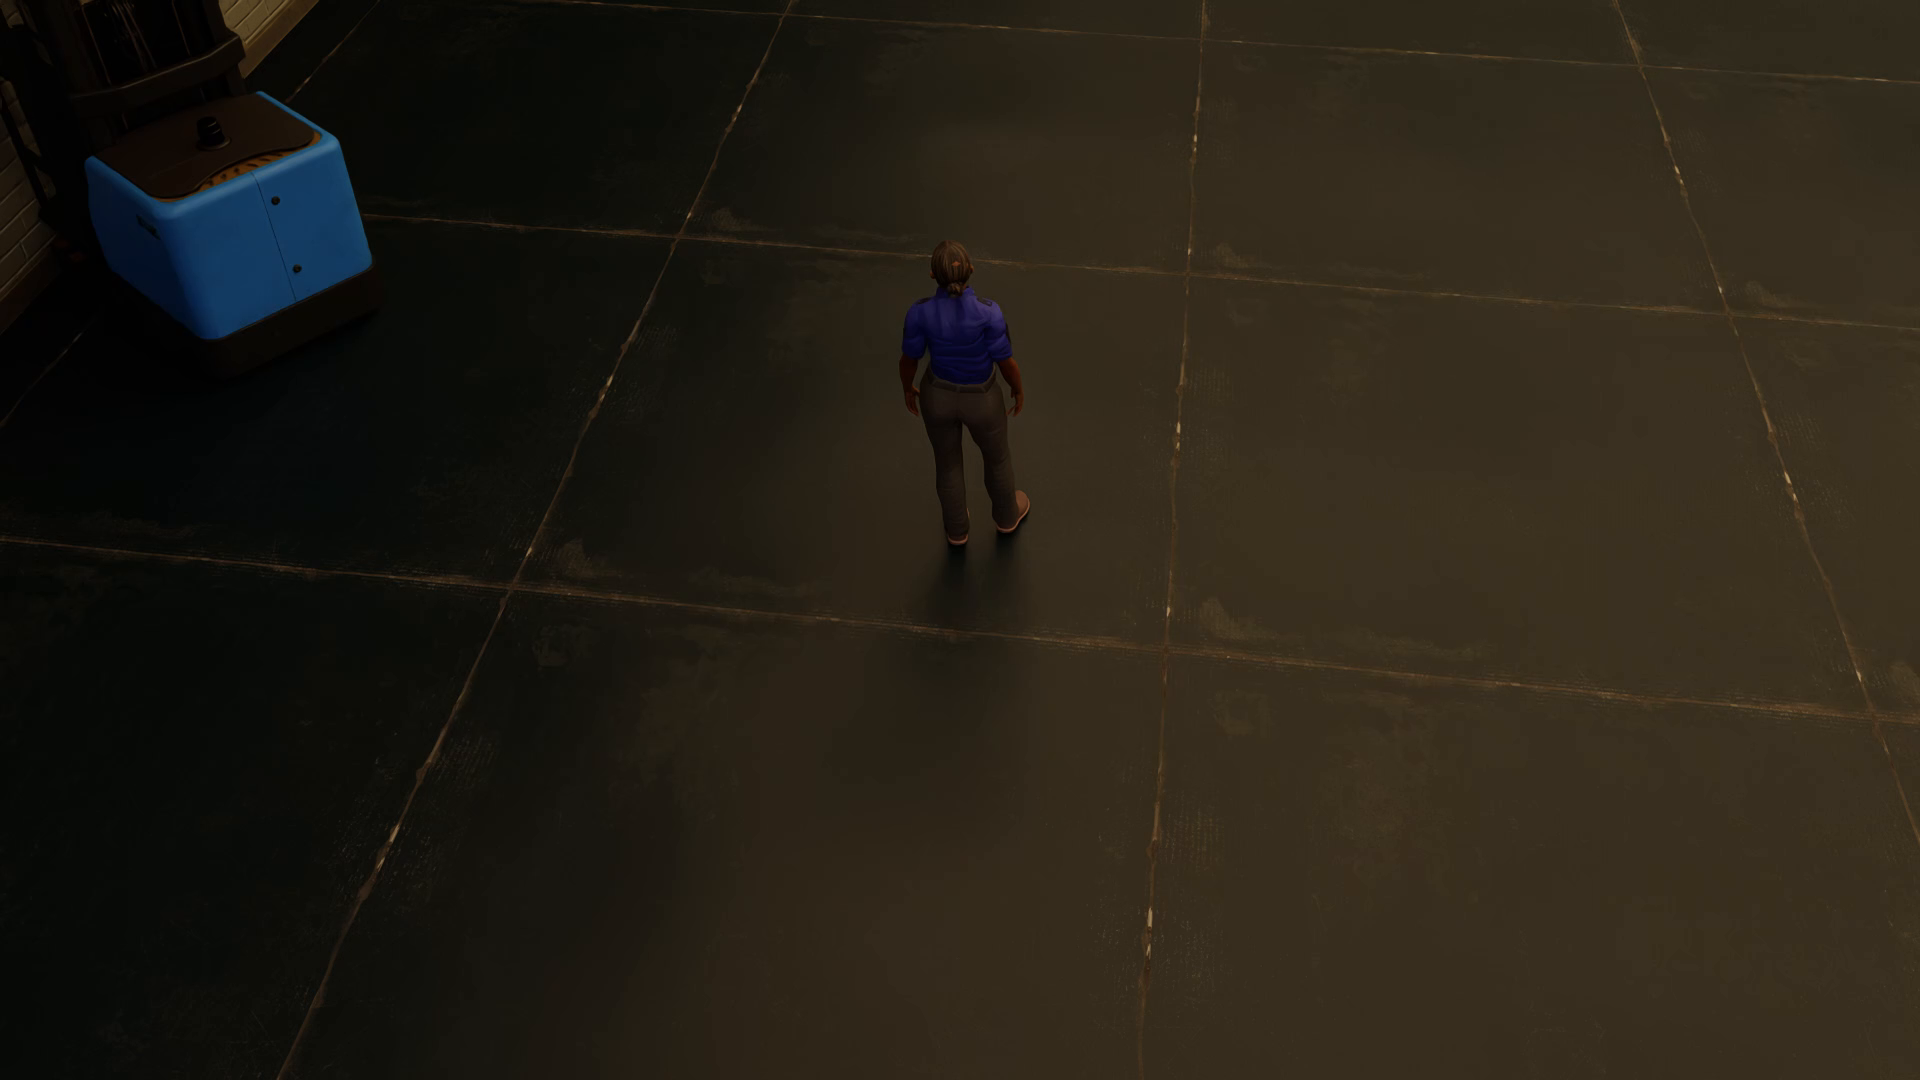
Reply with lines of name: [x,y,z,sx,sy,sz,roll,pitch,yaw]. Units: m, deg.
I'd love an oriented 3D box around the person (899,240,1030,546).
person: [0.032,-0.671,7.388,0.569,1.654,0.504,5,43,6]

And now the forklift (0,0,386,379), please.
forklift: [-4.616,-2.793,8.765,3.031,2.935,1.130,32,51,30]
